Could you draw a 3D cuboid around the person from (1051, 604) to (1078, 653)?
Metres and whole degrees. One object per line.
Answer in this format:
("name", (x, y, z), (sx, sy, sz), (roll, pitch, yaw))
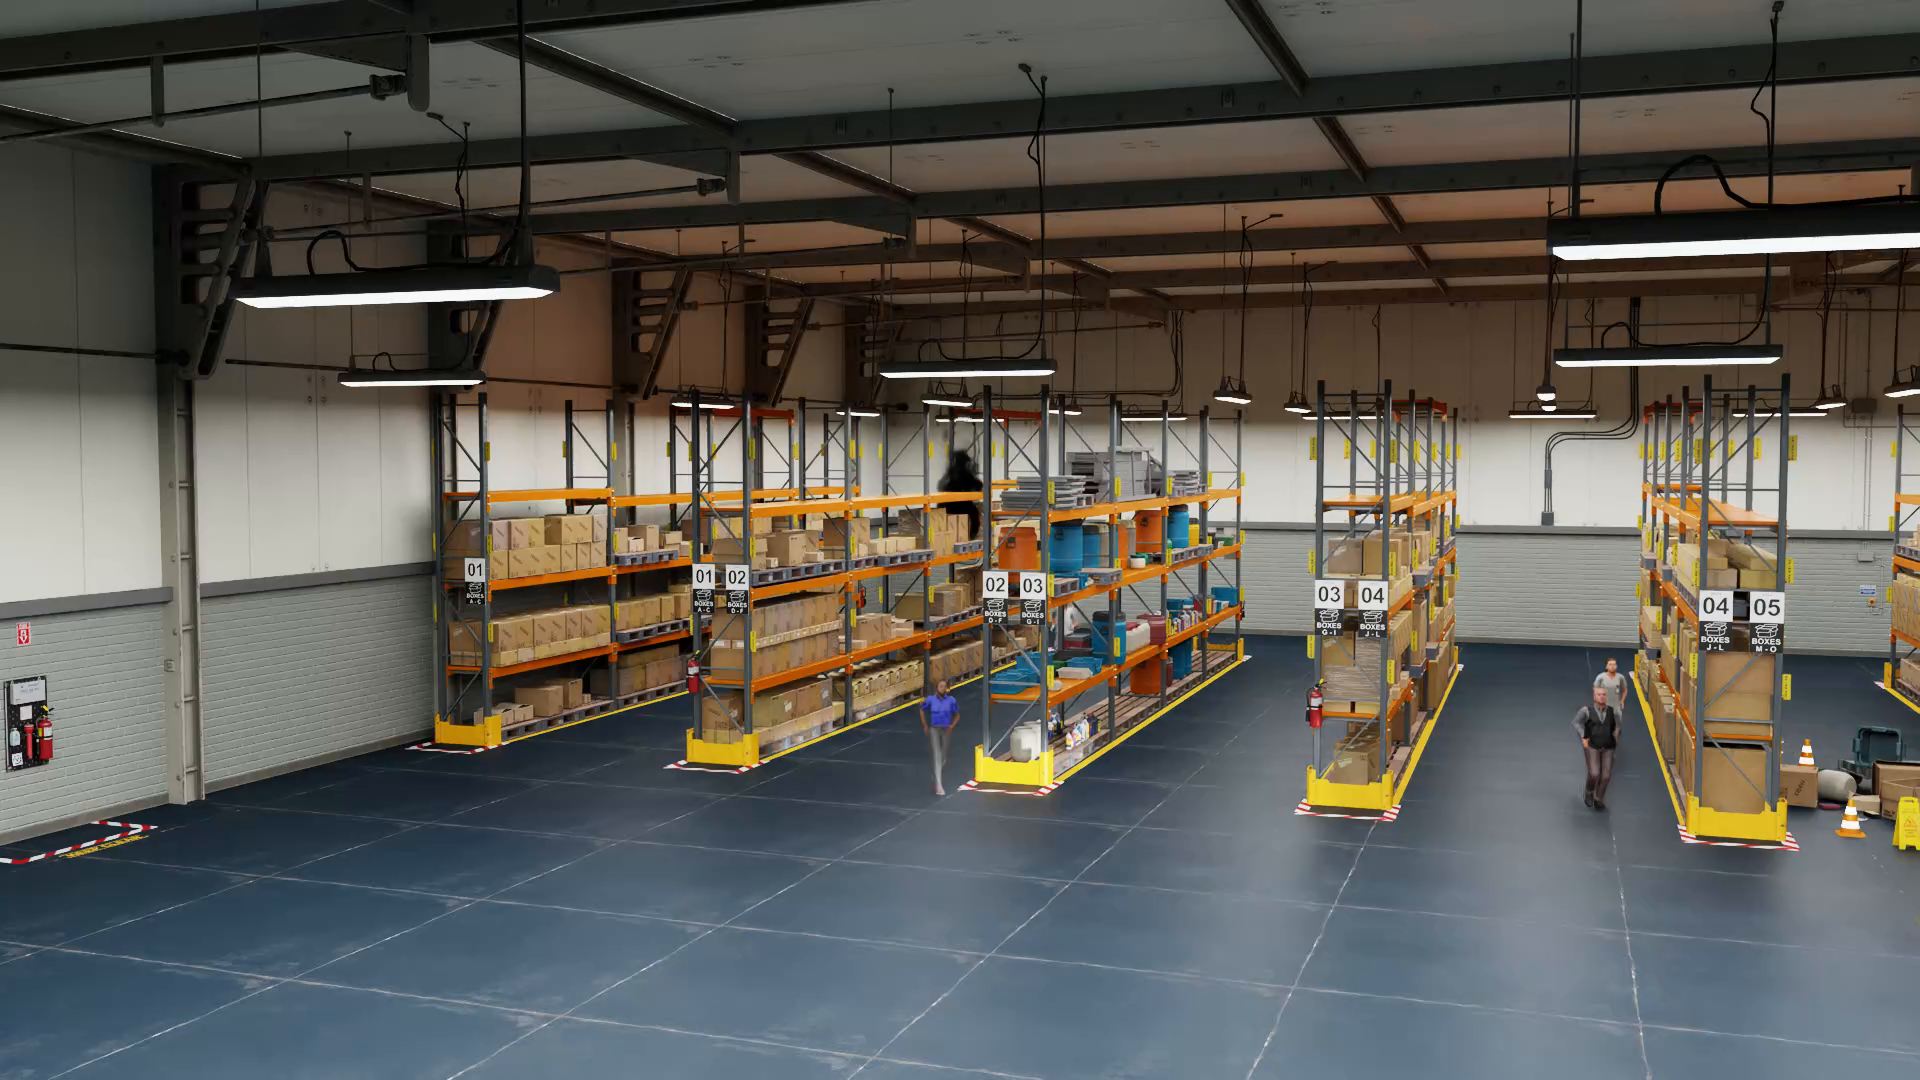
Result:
("person", (2.325, 2.137, 37.276), (0.656, 1.785, 0.930), (1, 3, 13))

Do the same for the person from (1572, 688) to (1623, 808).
("person", (8.915, 2.915, 23.158), (0.648, 1.683, 0.600), (0, 3, 6))

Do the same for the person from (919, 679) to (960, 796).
("person", (-0.291, 2.870, 24.560), (0.581, 1.654, 0.867), (-1, 3, -11))

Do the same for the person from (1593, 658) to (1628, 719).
("person", (10.729, 2.738, 27.462), (0.550, 1.616, 0.622), (1, 3, 12))
